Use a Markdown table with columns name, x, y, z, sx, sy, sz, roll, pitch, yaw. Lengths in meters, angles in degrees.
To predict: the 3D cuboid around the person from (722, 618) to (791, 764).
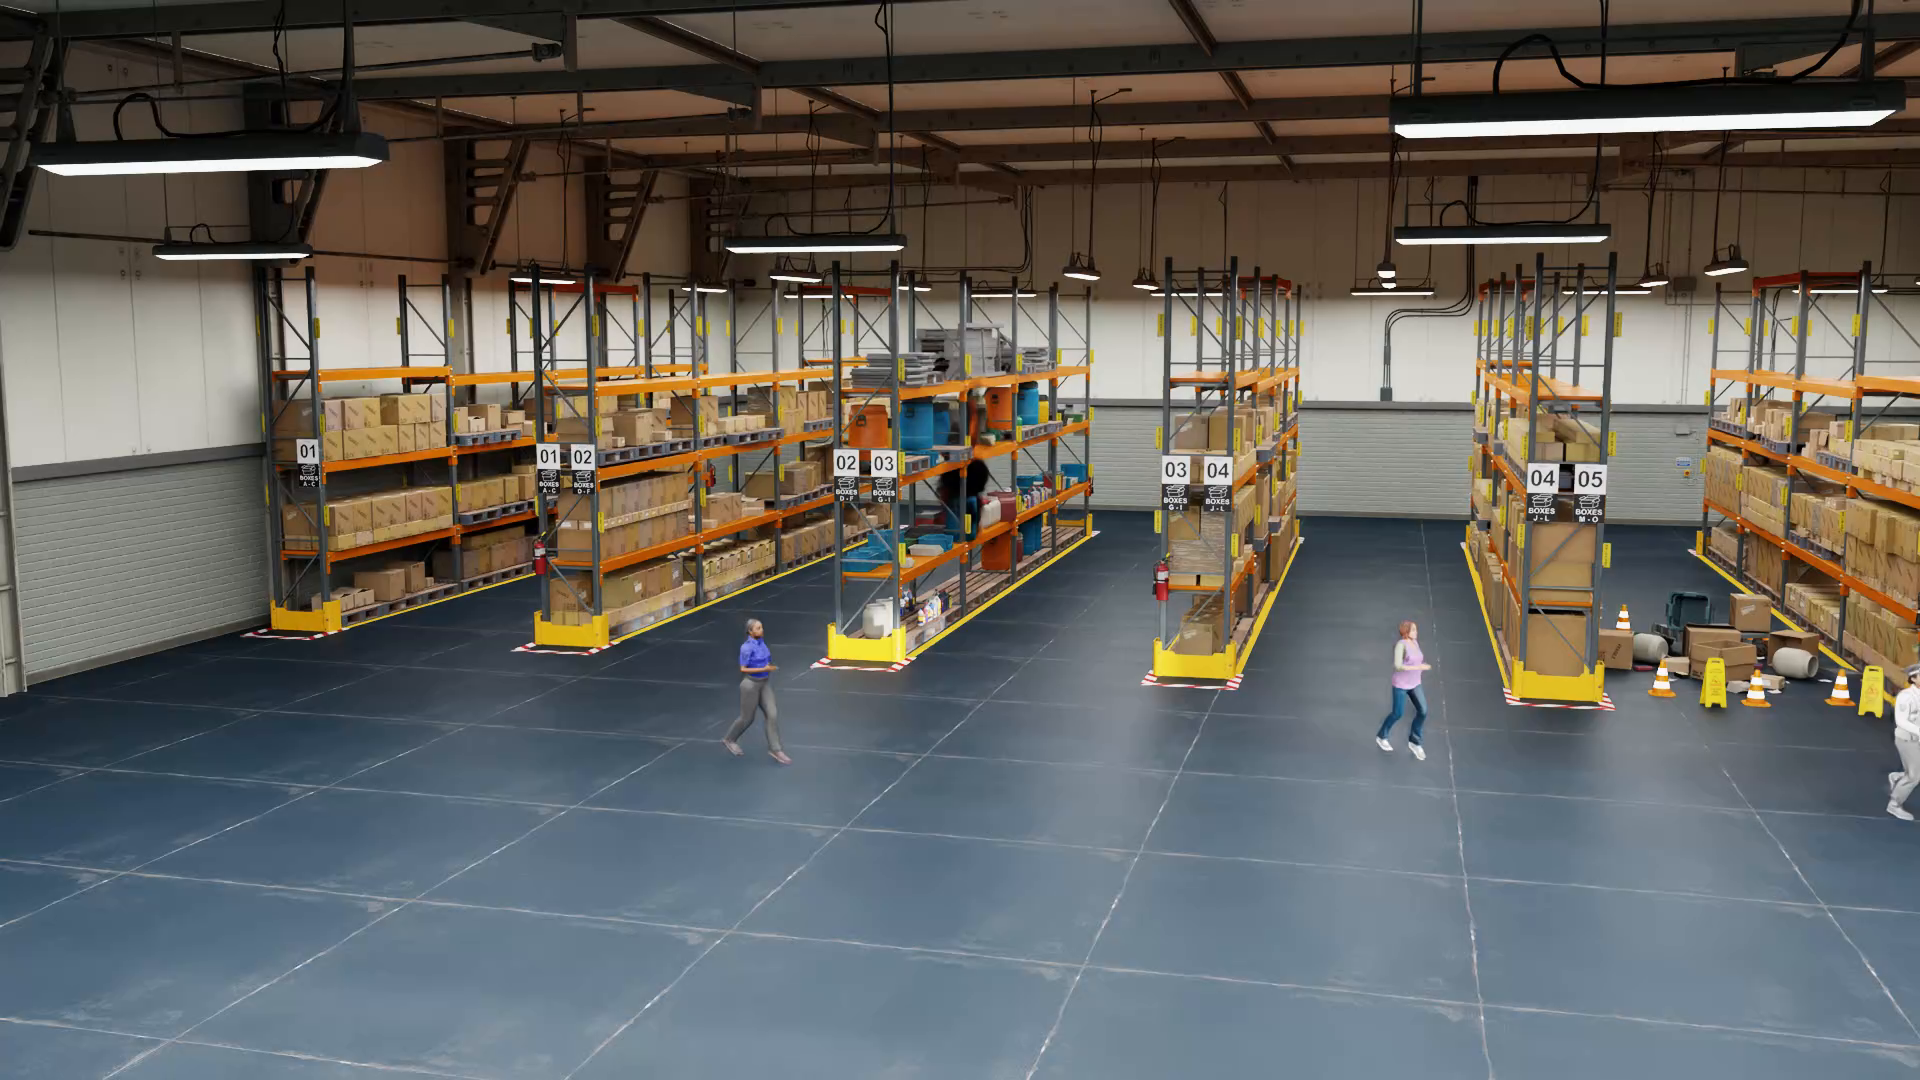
| name | x | y | z | sx | sy | sz | roll | pitch | yaw |
| --- | --- | --- | --- | --- | --- | --- | --- | --- | --- |
| person | -2.373 | 1.781 | 19.241 | 0.883 | 1.586 | 0.574 | 4 | 8 | 29 |

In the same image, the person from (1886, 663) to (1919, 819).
| name | x | y | z | sx | sy | sz | roll | pitch | yaw |
| --- | --- | --- | --- | --- | --- | --- | --- | --- | --- |
| person | 9.775 | 2.045 | 16.990 | 0.600 | 1.658 | 0.610 | -3 | 8 | -23 |

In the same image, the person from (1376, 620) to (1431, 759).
| name | x | y | z | sx | sy | sz | roll | pitch | yaw |
| --- | --- | --- | --- | --- | --- | --- | --- | --- | --- |
| person | 5.217 | 1.745 | 19.490 | 0.558 | 1.650 | 0.717 | -5 | 9 | -37 |
